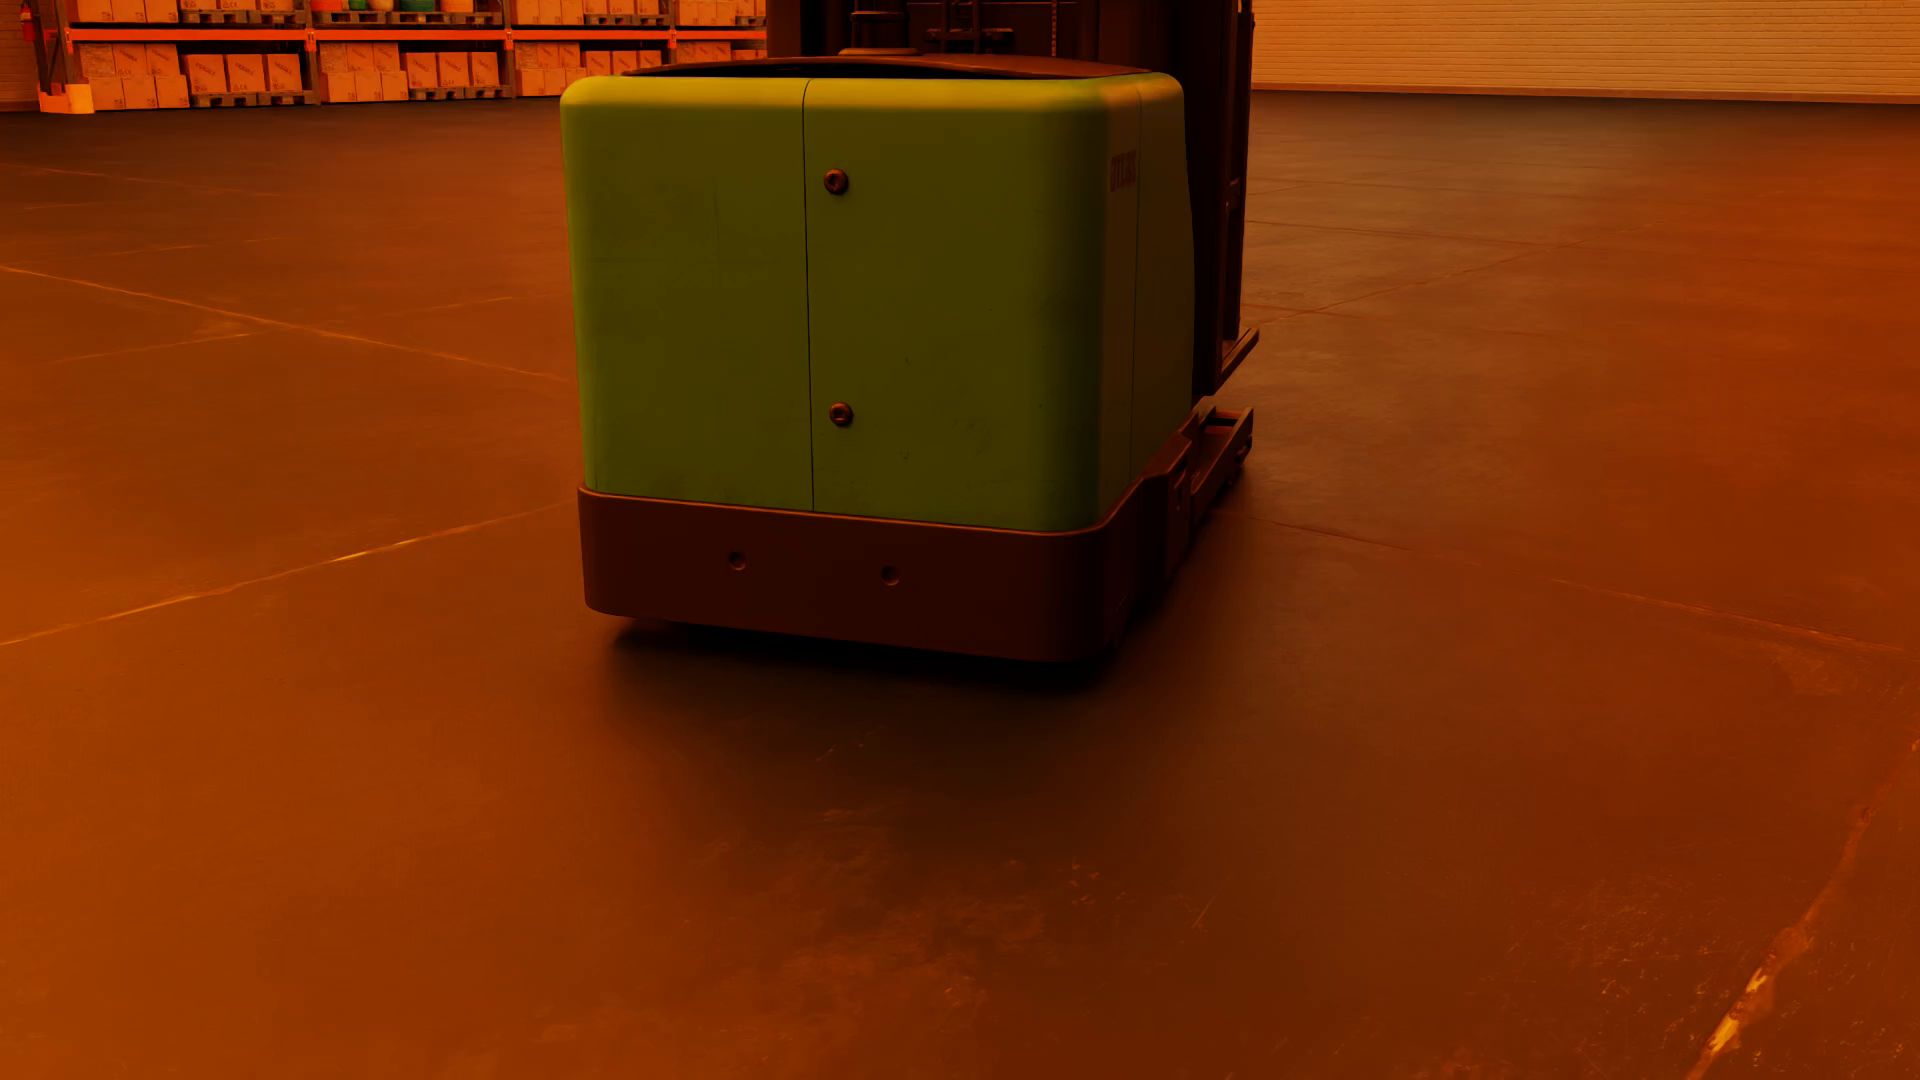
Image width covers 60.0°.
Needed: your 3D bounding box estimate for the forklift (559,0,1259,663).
[{"bbox_3d":[0.182,-1.571,4.072,1.130,2.935,3.031,5,18,17],"label":"forklift"}]
